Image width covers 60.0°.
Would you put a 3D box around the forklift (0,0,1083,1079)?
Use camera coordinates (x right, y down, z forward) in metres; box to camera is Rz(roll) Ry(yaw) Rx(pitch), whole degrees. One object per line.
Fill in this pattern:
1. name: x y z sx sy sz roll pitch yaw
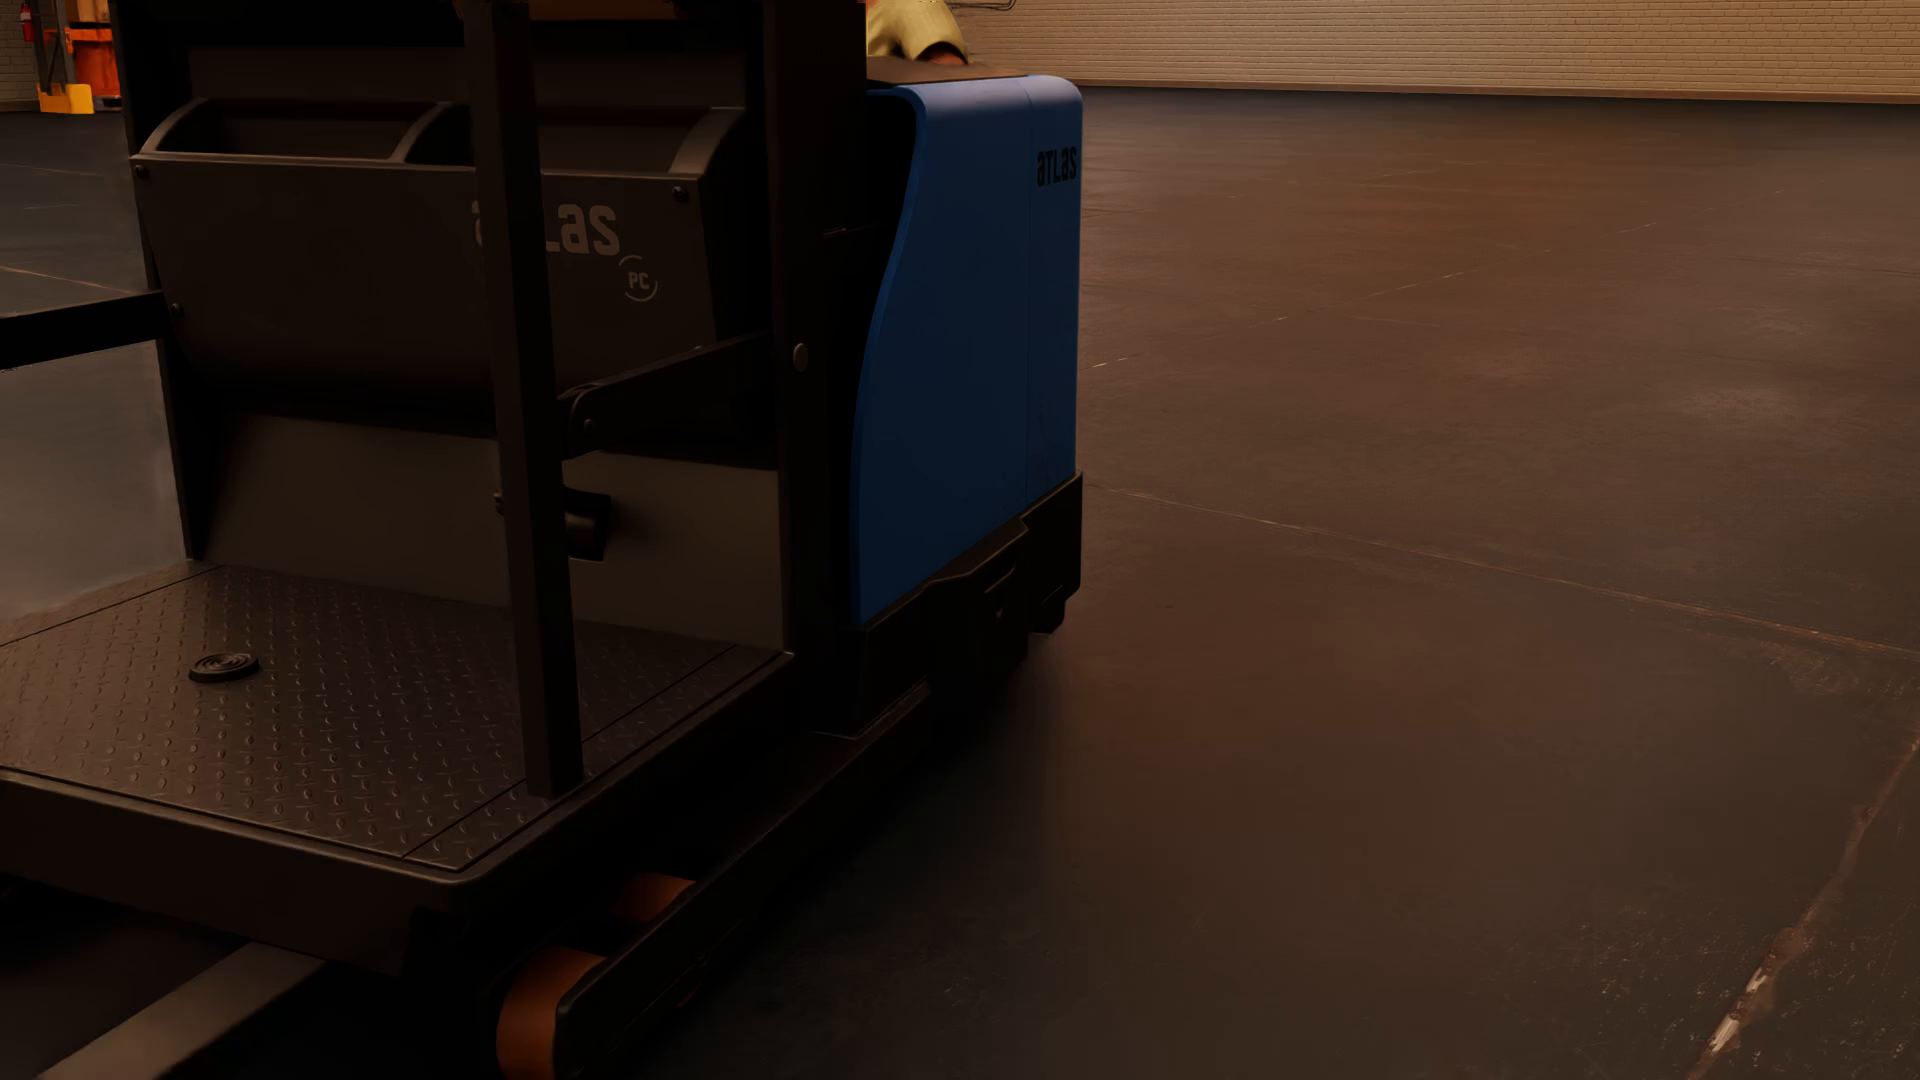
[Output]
1. forklift: -0.794 -0.914 1.907 1.130 2.935 3.031 7 18 22

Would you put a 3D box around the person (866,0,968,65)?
1. person: -0.342 -0.574 3.296 0.712 1.473 0.844 -10 19 -29
